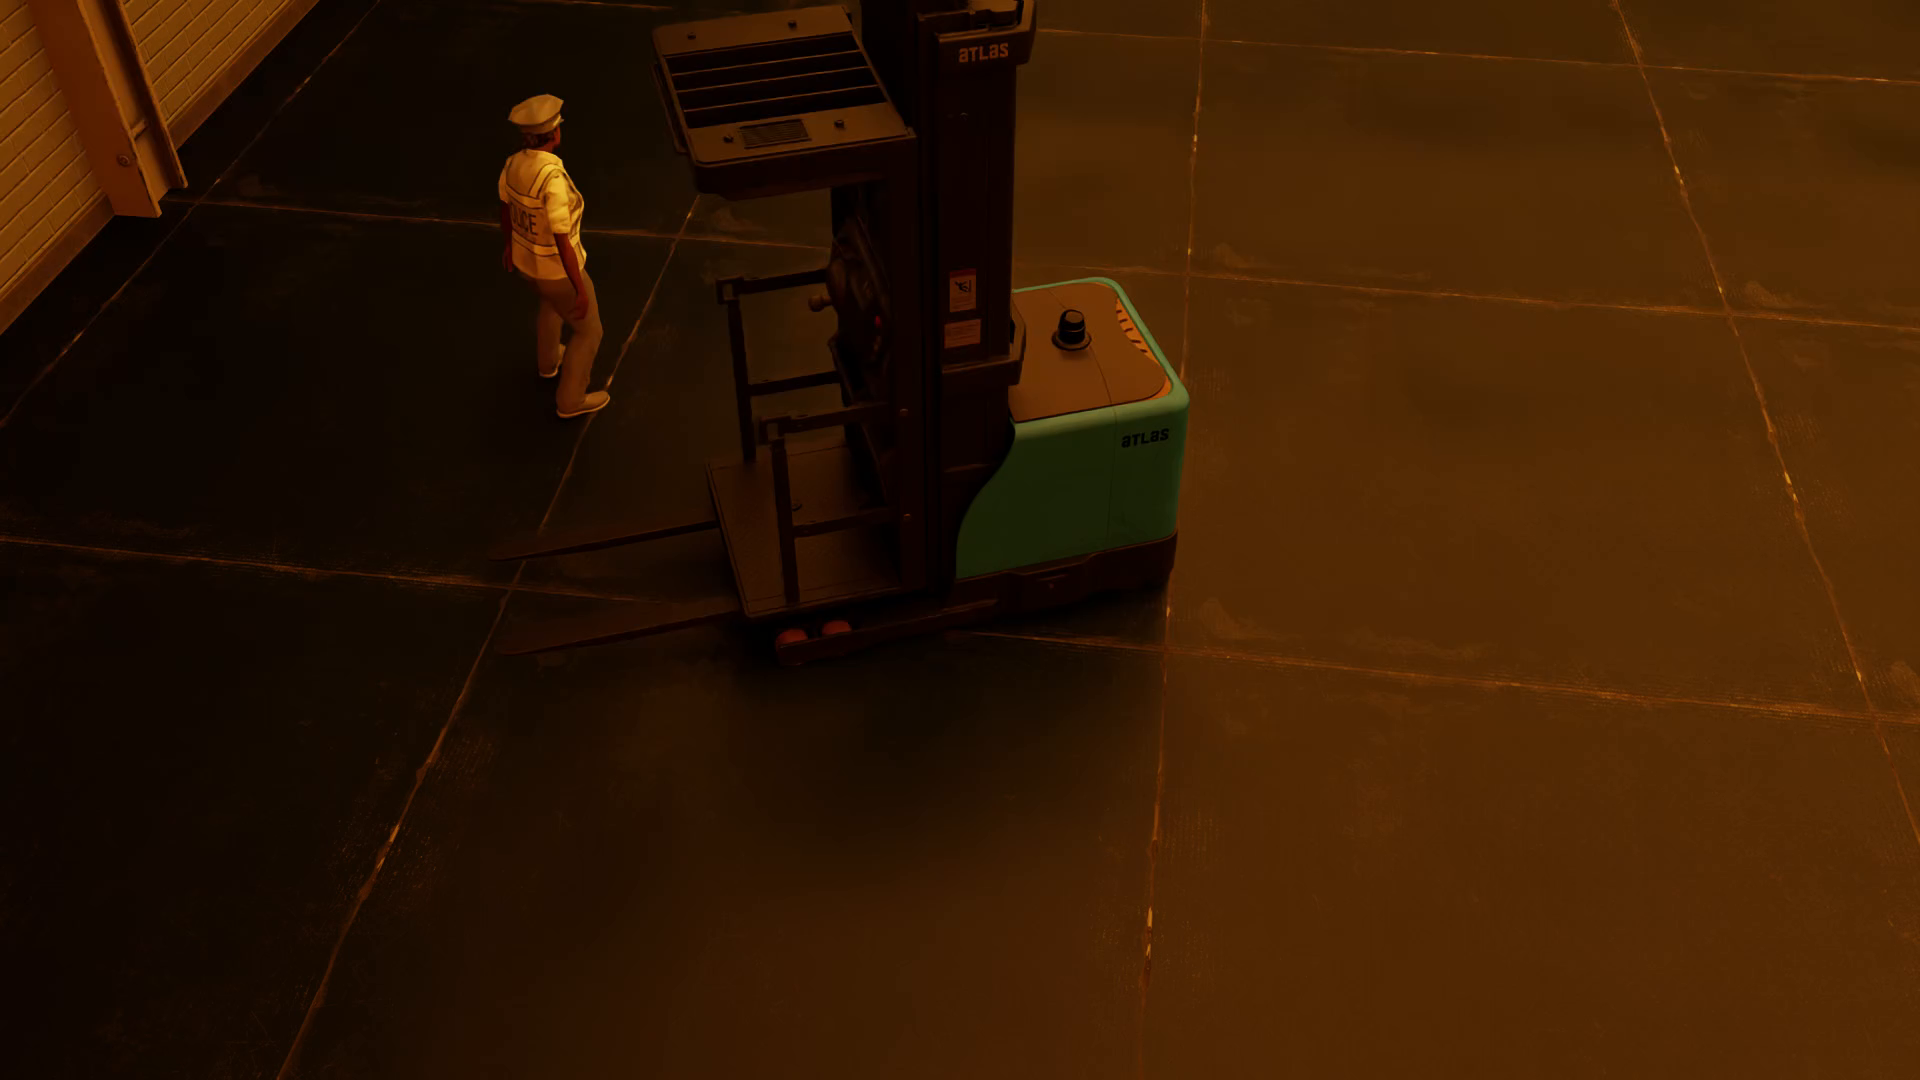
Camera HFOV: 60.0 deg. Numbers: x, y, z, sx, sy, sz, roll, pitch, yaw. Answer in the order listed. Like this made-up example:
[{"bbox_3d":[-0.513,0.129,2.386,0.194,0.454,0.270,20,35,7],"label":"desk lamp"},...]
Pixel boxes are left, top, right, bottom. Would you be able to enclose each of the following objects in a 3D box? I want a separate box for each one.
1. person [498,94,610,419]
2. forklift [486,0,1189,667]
[{"bbox_3d":[-2.012,-1.377,8.196,0.411,1.627,0.791,-34,52,-31],"label":"person"},{"bbox_3d":[-0.593,-0.928,6.734,3.031,2.935,1.130,-11,44,-12],"label":"forklift"}]
